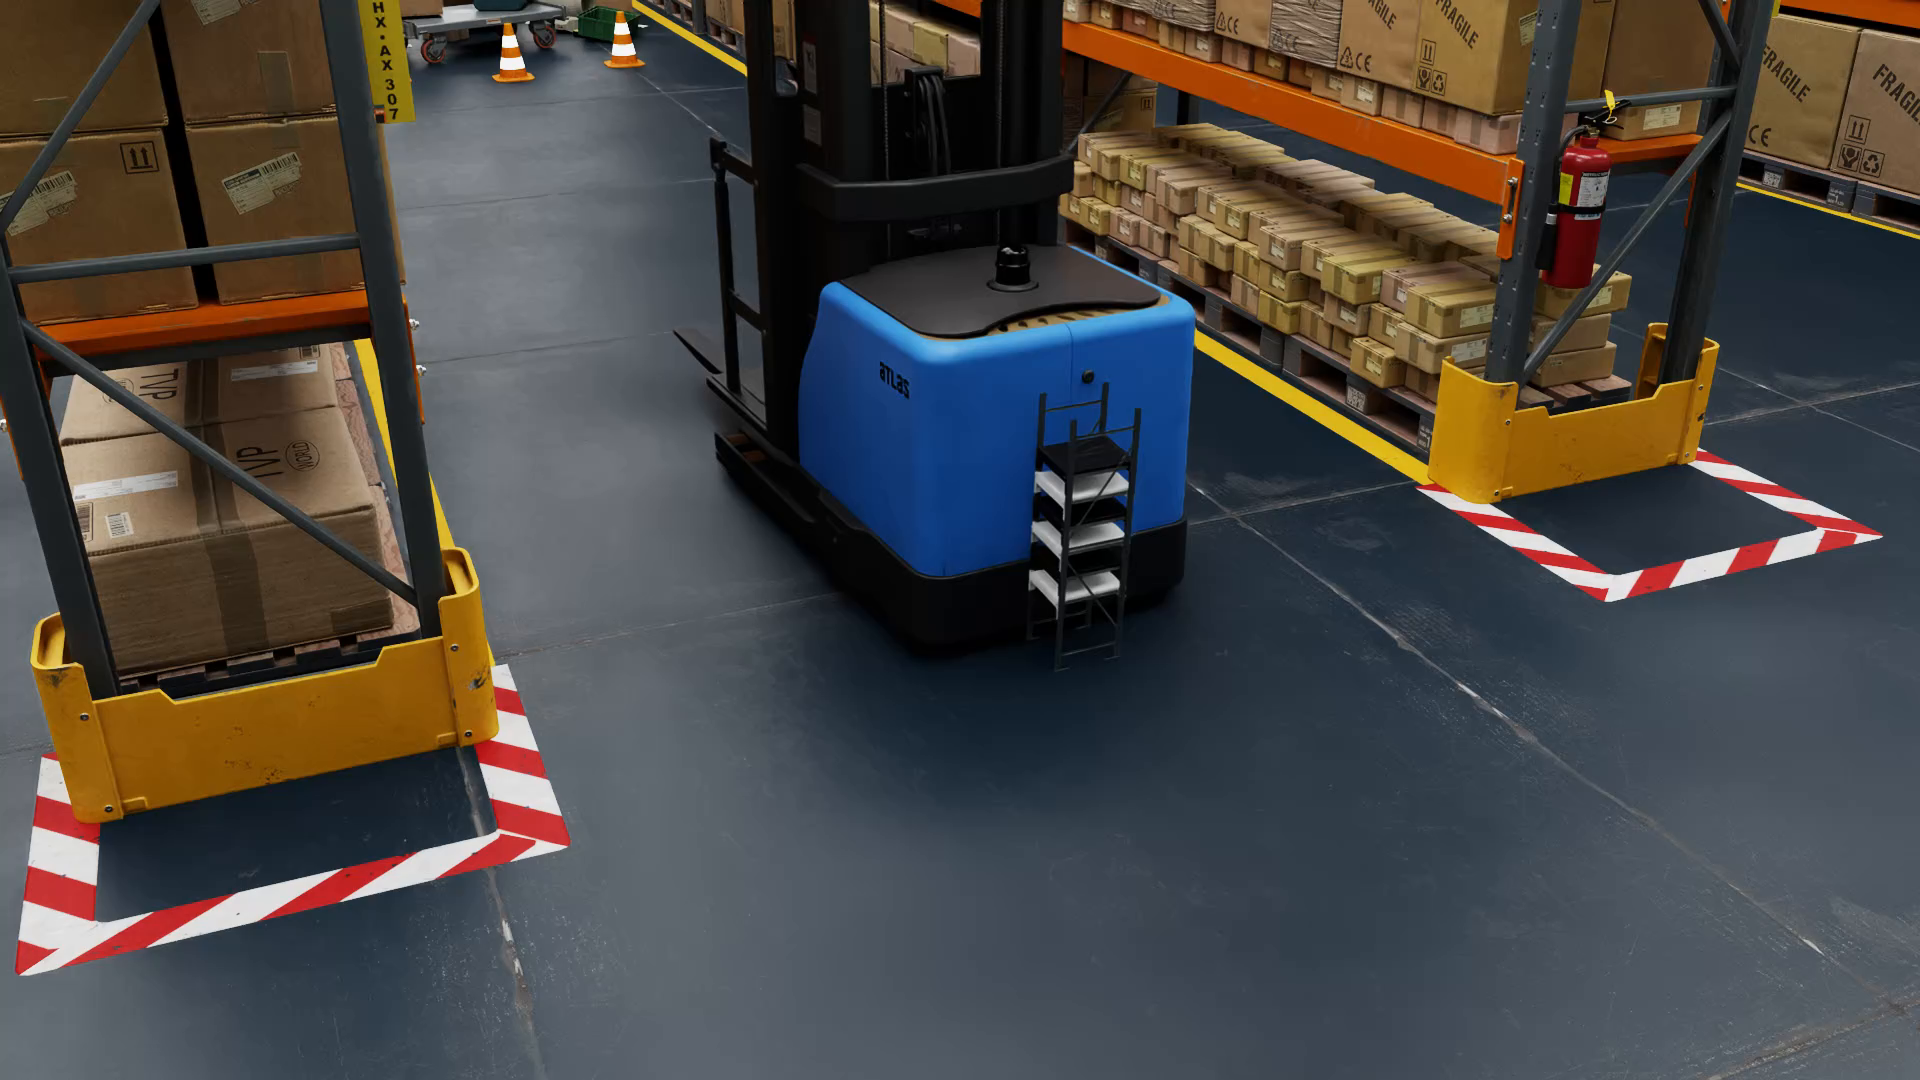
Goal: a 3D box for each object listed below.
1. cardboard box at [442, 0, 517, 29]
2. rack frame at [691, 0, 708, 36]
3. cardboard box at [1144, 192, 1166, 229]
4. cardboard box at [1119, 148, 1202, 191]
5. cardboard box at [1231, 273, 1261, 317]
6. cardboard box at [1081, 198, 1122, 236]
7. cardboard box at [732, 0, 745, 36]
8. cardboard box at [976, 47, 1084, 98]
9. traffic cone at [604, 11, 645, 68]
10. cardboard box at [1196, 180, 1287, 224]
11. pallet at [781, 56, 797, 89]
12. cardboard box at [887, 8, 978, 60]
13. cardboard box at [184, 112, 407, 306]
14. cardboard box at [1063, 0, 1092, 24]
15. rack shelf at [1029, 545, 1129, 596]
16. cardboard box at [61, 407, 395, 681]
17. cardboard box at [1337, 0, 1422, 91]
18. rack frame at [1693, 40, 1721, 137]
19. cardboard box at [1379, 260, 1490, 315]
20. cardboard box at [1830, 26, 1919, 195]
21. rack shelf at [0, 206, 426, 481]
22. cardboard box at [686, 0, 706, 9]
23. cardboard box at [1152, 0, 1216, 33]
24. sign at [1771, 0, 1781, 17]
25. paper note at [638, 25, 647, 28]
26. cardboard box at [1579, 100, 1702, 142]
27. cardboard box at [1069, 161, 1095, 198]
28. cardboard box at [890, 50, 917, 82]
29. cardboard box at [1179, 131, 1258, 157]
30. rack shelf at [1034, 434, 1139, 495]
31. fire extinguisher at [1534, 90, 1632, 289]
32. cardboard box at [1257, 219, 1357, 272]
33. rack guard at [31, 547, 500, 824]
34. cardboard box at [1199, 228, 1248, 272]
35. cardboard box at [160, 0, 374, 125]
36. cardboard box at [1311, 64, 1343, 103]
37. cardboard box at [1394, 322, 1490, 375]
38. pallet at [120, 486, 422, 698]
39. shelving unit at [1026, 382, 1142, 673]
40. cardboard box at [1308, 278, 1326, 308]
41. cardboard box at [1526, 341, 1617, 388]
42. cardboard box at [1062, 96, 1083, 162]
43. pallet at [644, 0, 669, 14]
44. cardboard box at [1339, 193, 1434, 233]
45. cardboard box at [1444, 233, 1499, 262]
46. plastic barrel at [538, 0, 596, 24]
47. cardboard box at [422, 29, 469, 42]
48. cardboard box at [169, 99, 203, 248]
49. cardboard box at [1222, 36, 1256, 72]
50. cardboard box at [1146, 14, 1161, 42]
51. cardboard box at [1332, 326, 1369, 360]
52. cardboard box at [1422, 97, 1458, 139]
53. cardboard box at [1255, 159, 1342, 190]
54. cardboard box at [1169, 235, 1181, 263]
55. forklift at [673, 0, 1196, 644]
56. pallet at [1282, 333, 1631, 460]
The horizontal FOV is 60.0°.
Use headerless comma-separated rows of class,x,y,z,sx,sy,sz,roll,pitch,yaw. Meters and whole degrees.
cardboard box,-4.871,-5.475,16.736,0.797,0.637,0.503,-11,28,-21
rack frame,-2.181,-6.463,16.068,1.000,3.000,0.127,-11,28,-21
cardboard box,1.213,-1.785,8.918,0.380,0.149,0.250,-12,29,-23
cardboard box,1.094,-2.018,9.058,0.380,0.149,0.250,-11,28,-21
cardboard box,1.548,-1.214,8.088,0.380,0.149,0.250,-10,28,-20
cardboard box,0.904,-1.831,9.352,0.380,0.149,0.250,-10,28,-19
cardboard box,-1.480,-5.015,15.189,1.050,0.750,0.750,-11,28,-21
cardboard box,0.428,-2.893,10.272,0.500,0.250,0.500,-11,28,-22
traffic cone,-3.045,-4.522,14.984,0.336,0.463,0.334,-11,28,-21
cardboard box,1.425,-1.705,8.415,0.380,0.149,0.250,-12,28,-23
pallet,-0.853,-3.926,14.051,1.003,0.211,1.213,-11,28,-21
cardboard box,-0.186,-3.524,11.564,0.500,0.250,0.500,-10,28,-20
cardboard box,-1.920,-1.015,4.796,0.500,0.500,0.500,-11,28,-21
cardboard box,0.762,-2.950,9.159,0.380,0.149,0.250,-10,28,-19
rack shelf,0.381,0.076,5.336,0.258,0.077,0.200,-11,32,-22
cardboard box,-2.347,-0.014,5.301,0.875,0.438,0.875,-12,28,-22
cardboard box,1.909,-2.143,6.767,0.500,0.500,0.500,-11,28,-21
rack frame,5.556,-4.045,11.115,1.000,3.000,0.127,-11,28,-21
cardboard box,2.033,-1.075,7.125,0.380,0.149,0.250,-10,28,-20
cardboard box,6.093,-2.635,10.171,0.875,0.875,0.875,-11,28,-21
rack shelf,-2.779,-1.211,6.132,1.077,0.370,4.000,-11,28,-21
cardboard box,-2.362,-5.963,16.987,0.875,0.875,0.875,-10,28,-20
cardboard box,1.279,-2.761,8.032,0.500,0.500,0.500,-11,28,-22
sign,3.018,-2.101,6.147,0.100,0.325,0.005,-11,28,-21
paper note,-3.277,-5.245,16.956,0.142,0.020,0.147,13,29,24
cardboard box,2.694,-1.693,6.584,0.380,0.149,0.250,-11,28,-21
cardboard box,0.800,-2.073,9.509,0.380,0.149,0.250,-9,28,-18
cardboard box,-0.166,-3.175,11.705,0.500,0.500,0.500,-11,28,-22
cardboard box,1.468,-2.213,9.456,0.380,0.149,0.250,-10,28,-20
rack shelf,0.390,-0.238,5.158,0.258,0.077,0.200,-11,32,-22
fire extinguisher,2.193,-1.235,5.874,0.296,0.674,0.183,-11,28,-21
cardboard box,1.615,-1.372,7.734,0.380,0.149,0.250,-10,28,-19
rack guard,-1.987,0.406,4.849,1.175,0.500,0.348,-11,28,-21
cardboard box,1.413,-1.453,8.239,0.380,0.149,0.250,-10,28,-20
cardboard box,-1.922,-1.464,4.576,0.500,0.500,0.500,-11,28,-22
cardboard box,1.759,-2.004,7.223,0.380,0.149,0.250,-12,28,-23
cardboard box,2.050,-0.824,6.950,0.380,0.149,0.250,-11,28,-22
pallet,-2.381,0.217,5.566,1.003,0.211,1.213,-11,28,-21
shelving unit,0.384,-0.032,5.275,0.258,0.900,0.210,-11,32,-22
cardboard box,1.834,-1.159,7.637,0.380,0.149,0.250,-11,28,-21
cardboard box,2.608,-0.793,7.225,0.380,0.149,0.250,-10,28,-20
cardboard box,0.431,-2.554,10.433,0.500,0.500,0.500,-11,28,-22
pallet,-2.888,-6.023,18.346,1.003,0.211,1.213,-11,28,-21
cardboard box,2.093,-1.591,8.183,0.380,0.149,0.250,-10,28,-20
cardboard box,2.427,-1.278,7.540,0.380,0.149,0.250,-11,28,-21
plastic barrel,-4.036,-5.500,17.031,0.512,0.421,0.421,8,27,15
cardboard box,-5.040,-5.041,16.271,0.396,0.266,0.258,13,29,24
cardboard box,-2.611,-1.126,5.024,0.500,0.500,0.500,-11,28,-22
cardboard box,1.470,-2.326,7.882,0.380,0.149,0.250,-9,28,-19
cardboard box,1.186,-2.649,8.543,0.380,0.149,0.250,-12,28,-23
cardboard box,1.903,-0.911,7.467,0.380,0.149,0.250,-11,28,-21
cardboard box,2.068,-1.695,6.590,0.380,0.149,0.250,-11,28,-21
cardboard box,1.793,-1.902,8.819,0.380,0.149,0.250,-12,28,-23
cardboard box,1.332,-1.543,8.763,0.380,0.149,0.250,-12,28,-23
forklift,-0.344,-1.592,6.171,1.130,2.935,3.031,-13,29,-25
pallet,2.204,-0.730,7.505,1.003,0.211,1.213,-11,28,-21
